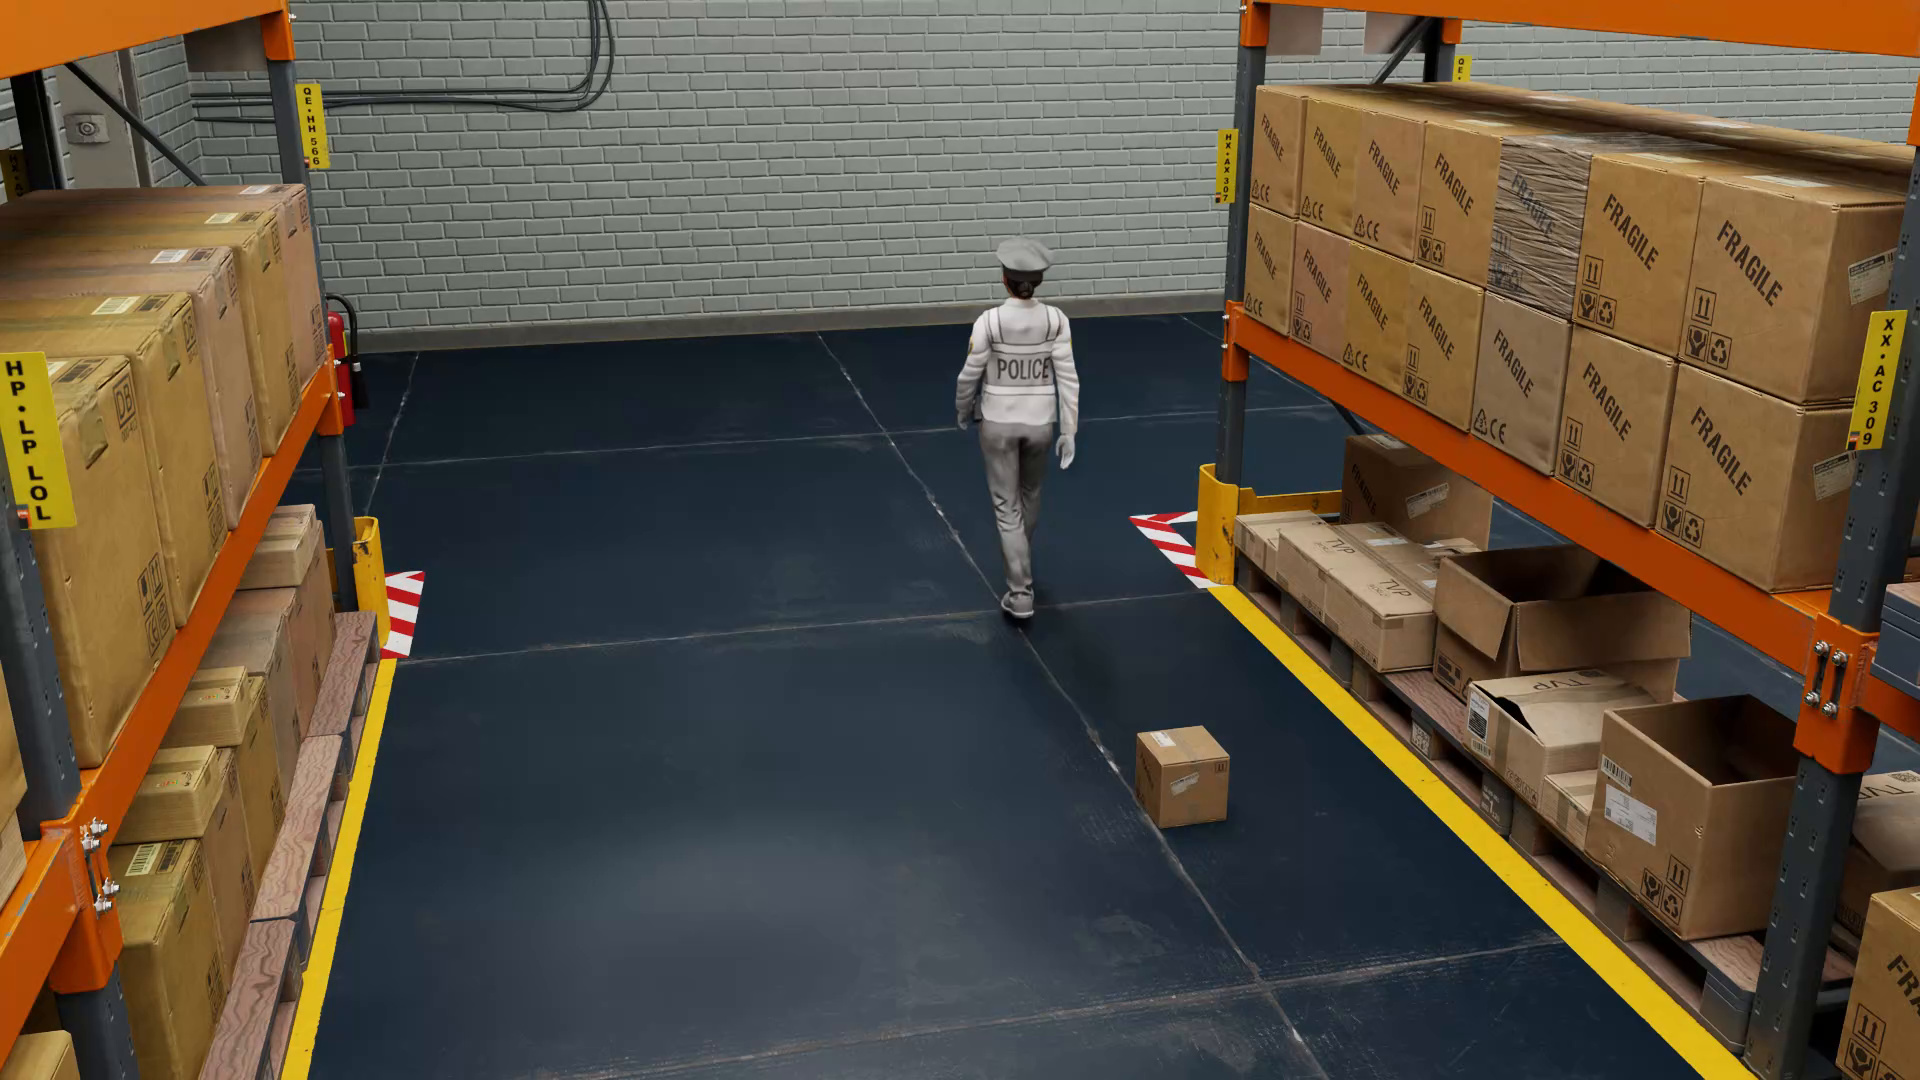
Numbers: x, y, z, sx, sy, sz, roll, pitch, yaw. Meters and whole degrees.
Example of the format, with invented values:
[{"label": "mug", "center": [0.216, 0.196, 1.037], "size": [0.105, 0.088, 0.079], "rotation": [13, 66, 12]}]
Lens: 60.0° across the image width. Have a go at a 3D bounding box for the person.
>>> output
[{"label": "person", "center": [0.218, -0.553, 7.516], "size": [0.502, 1.650, 0.896], "rotation": [-6, 20, -15]}]
